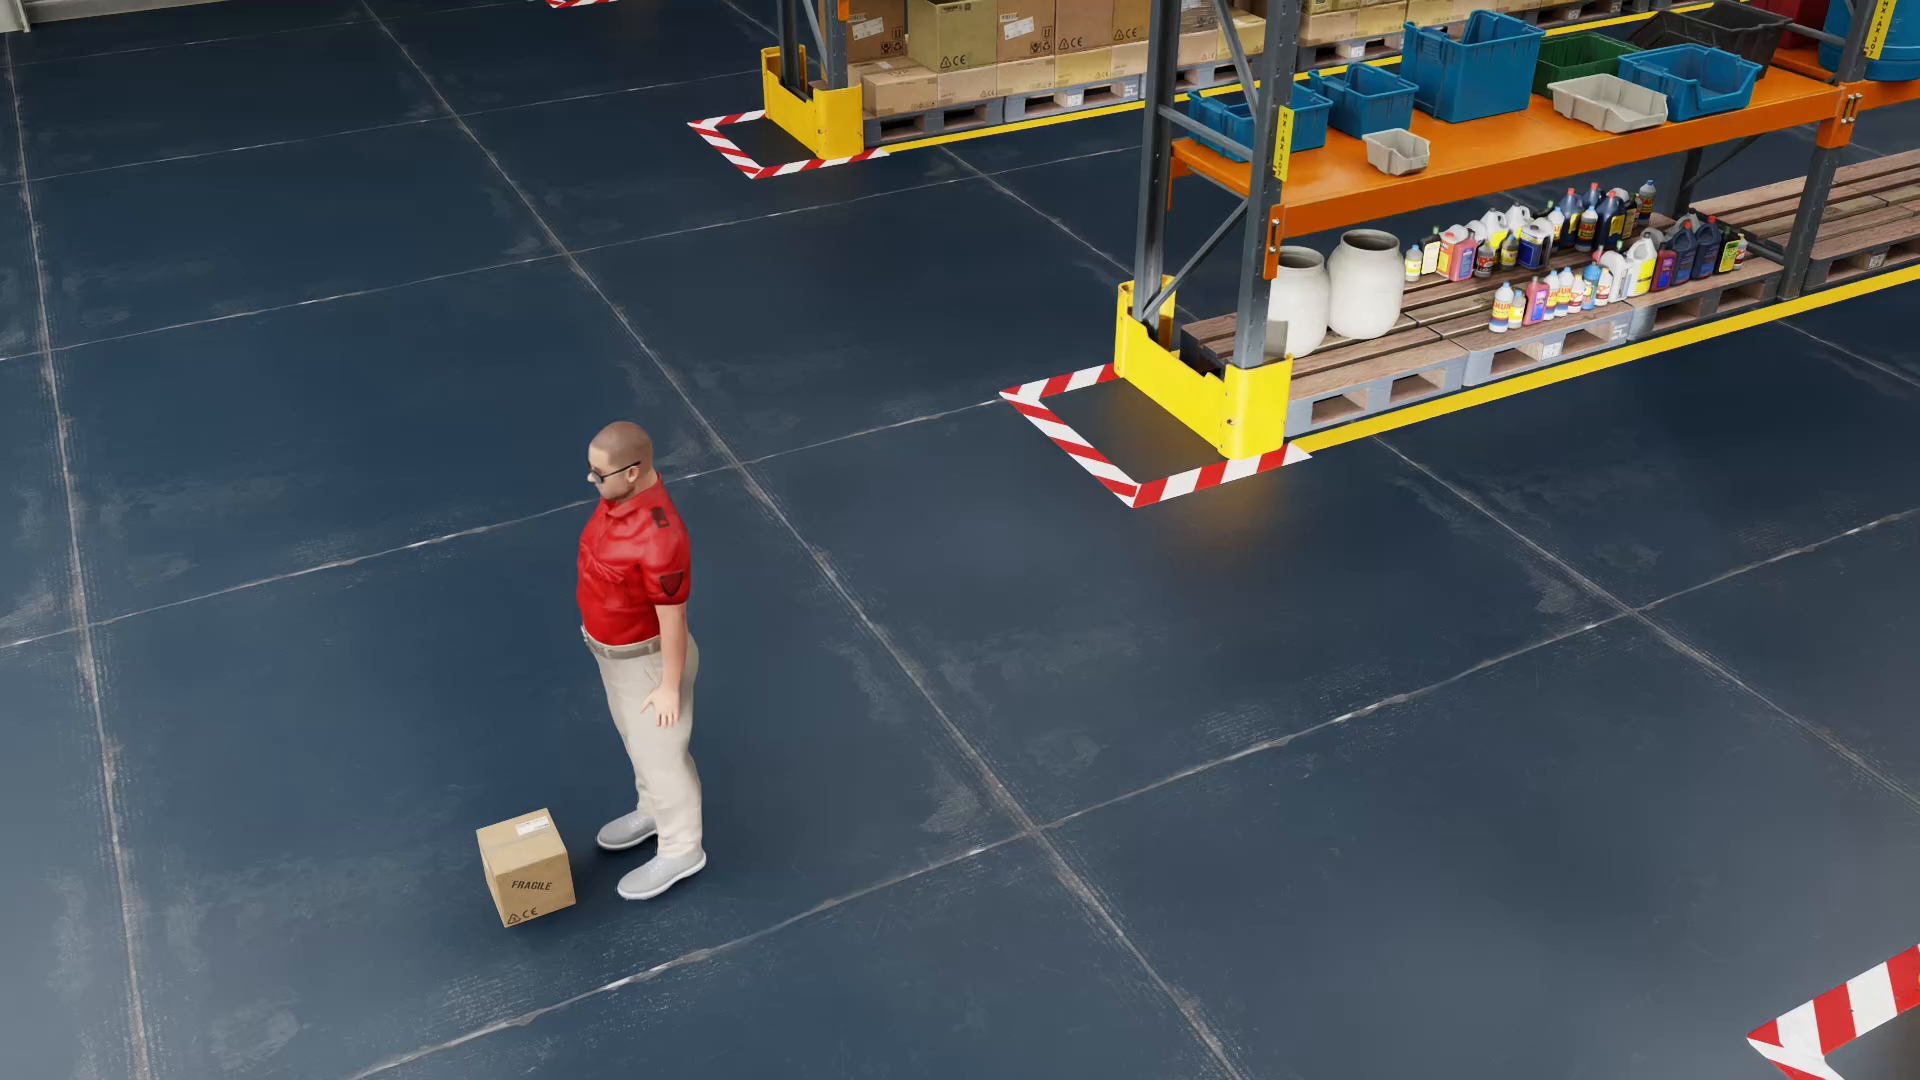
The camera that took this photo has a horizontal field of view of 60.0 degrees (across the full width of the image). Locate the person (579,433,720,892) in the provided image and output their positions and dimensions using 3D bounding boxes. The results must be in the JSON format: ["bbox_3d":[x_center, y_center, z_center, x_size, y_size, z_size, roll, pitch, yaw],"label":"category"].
[{"bbox_3d":[-1.054,0.407,5.537,0.358,1.720,0.531,-15,36,-22],"label":"person"}]
